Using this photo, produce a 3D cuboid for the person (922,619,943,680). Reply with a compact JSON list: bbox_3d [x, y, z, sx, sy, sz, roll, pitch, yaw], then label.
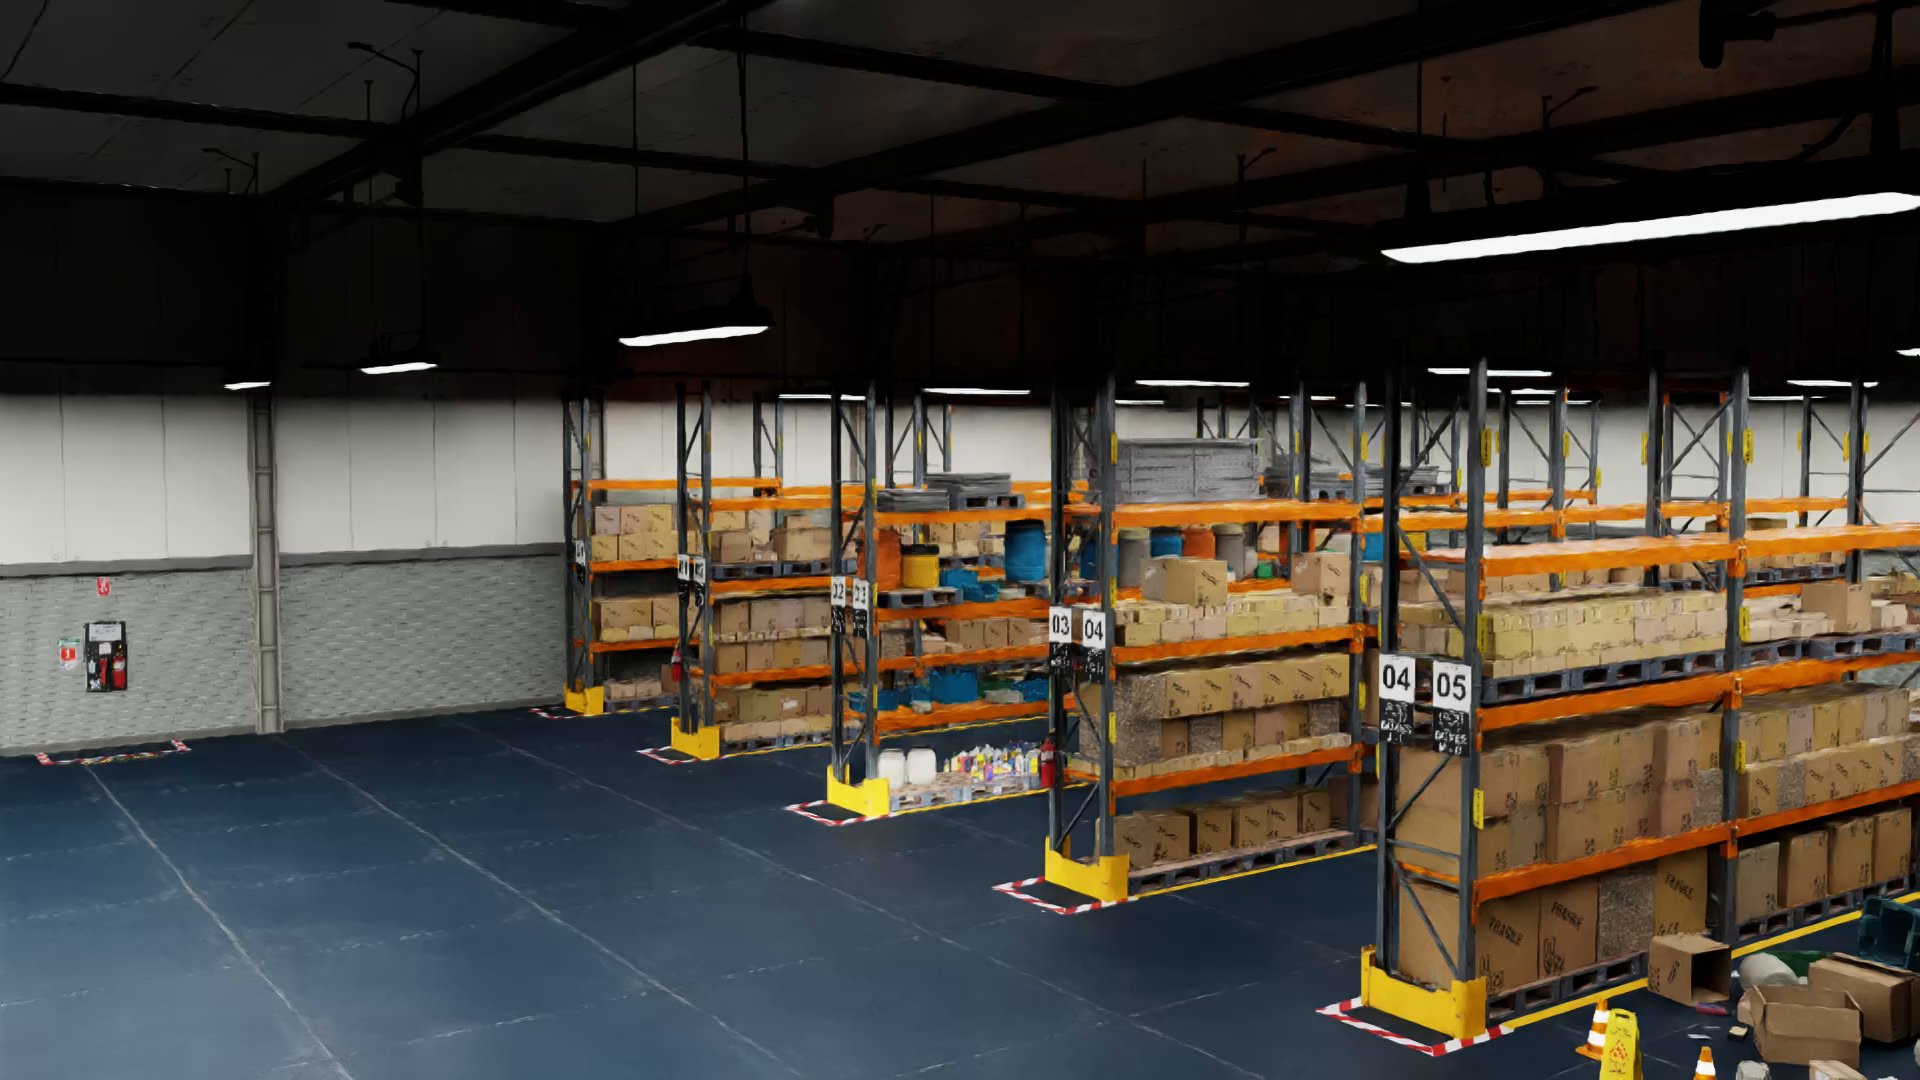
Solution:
[{"bbox_3d":[-0.603,2.302,31.958,1.110,1.590,0.448,-2,4,-33],"label":"person"}]
